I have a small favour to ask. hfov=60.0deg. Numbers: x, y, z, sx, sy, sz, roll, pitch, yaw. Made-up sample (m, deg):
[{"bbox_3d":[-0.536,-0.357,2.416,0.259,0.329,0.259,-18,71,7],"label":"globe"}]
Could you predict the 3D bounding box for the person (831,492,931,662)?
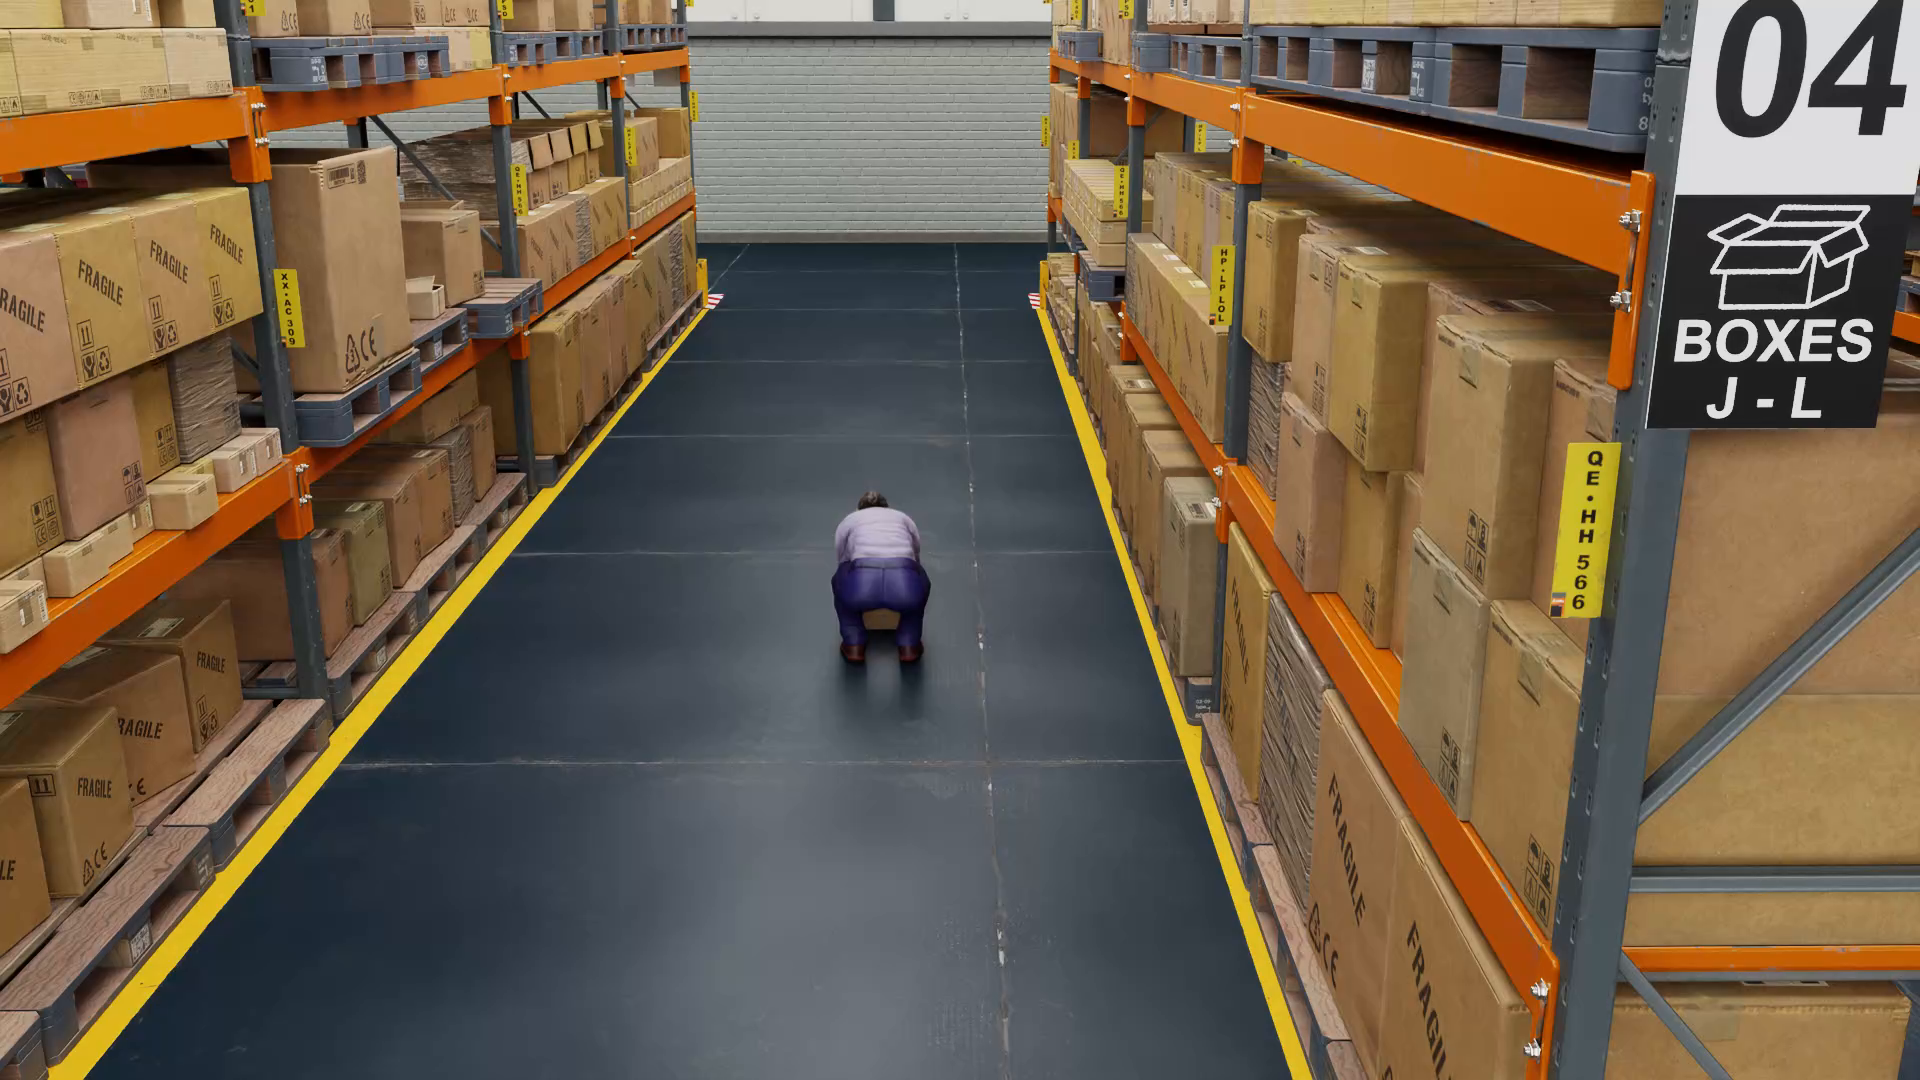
[{"bbox_3d":[-0.407,0.210,8.518,0.515,0.784,0.866,-1,17,-2],"label":"person"}]
